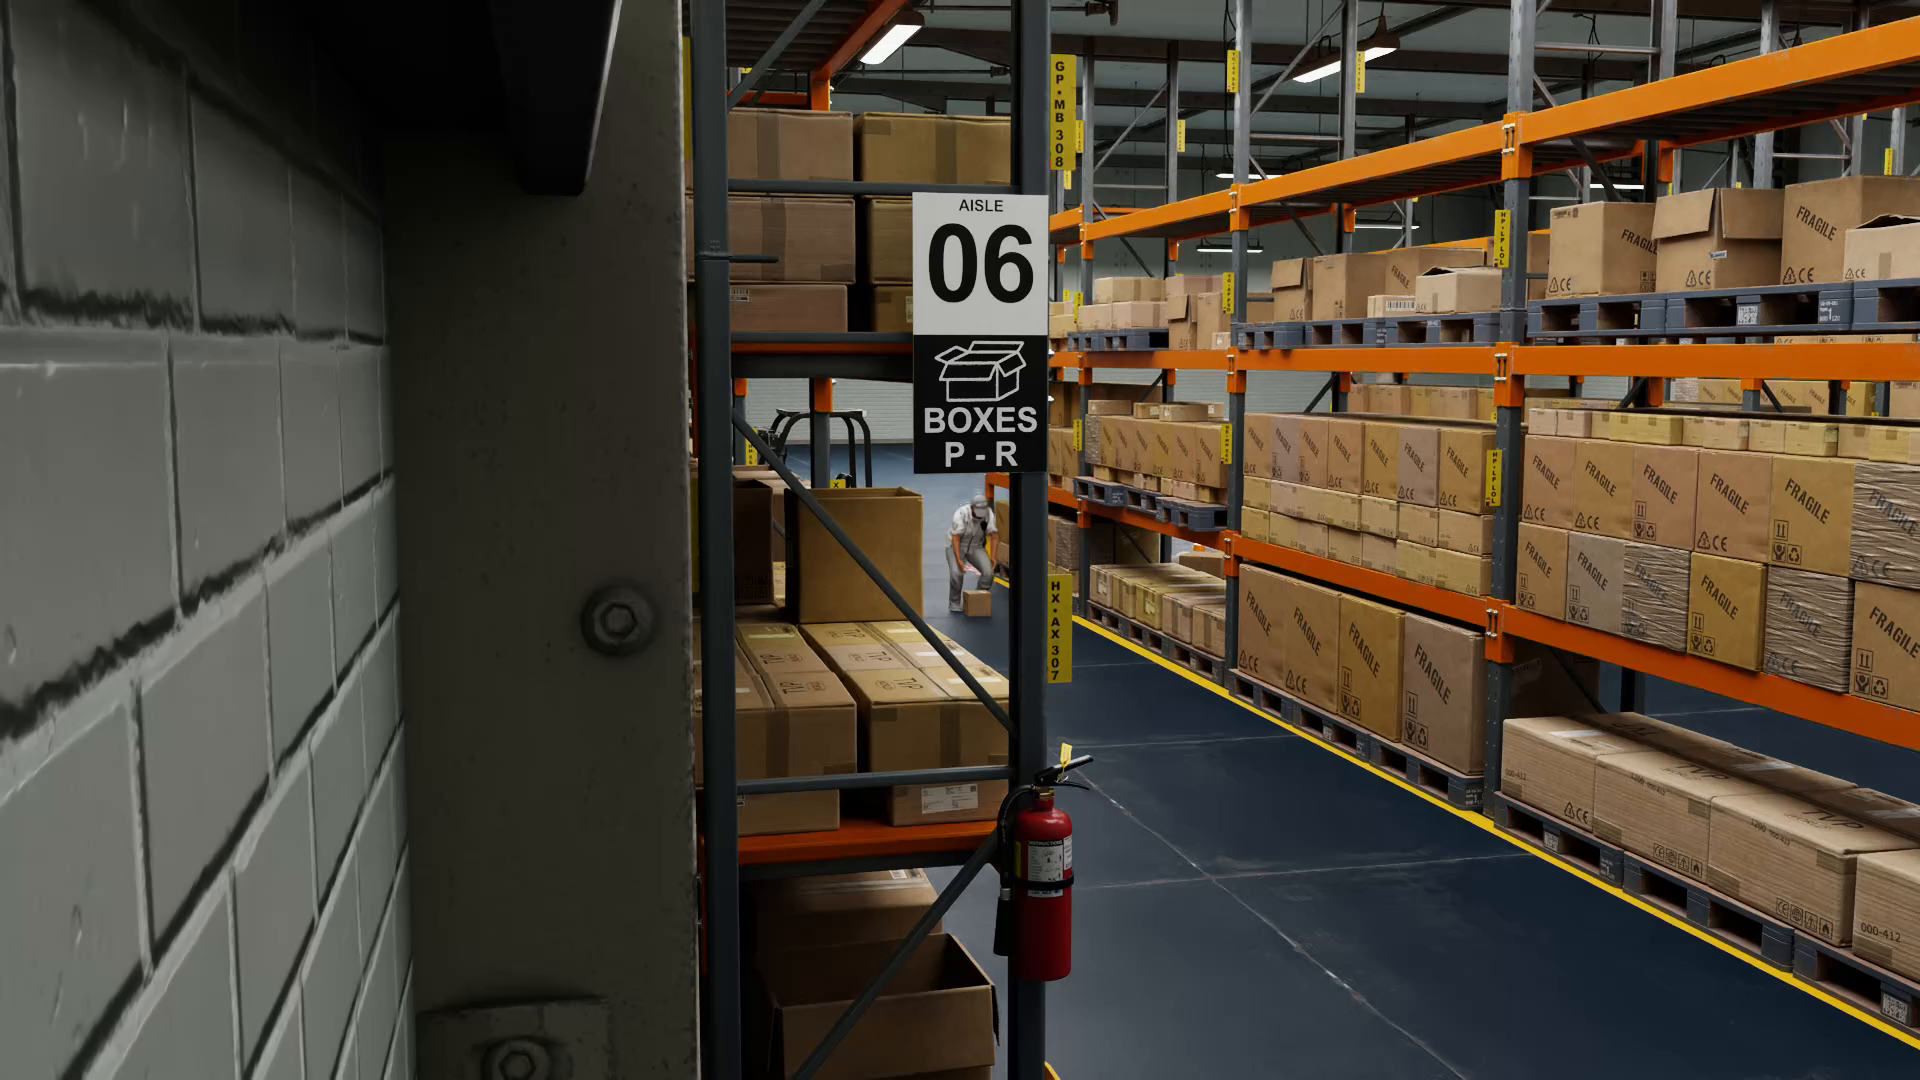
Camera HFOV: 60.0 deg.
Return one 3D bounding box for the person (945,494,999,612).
[{"bbox_3d":[0.137,0.130,18.090,0.537,1.294,0.774,-2,6,-15],"label":"person"}]
